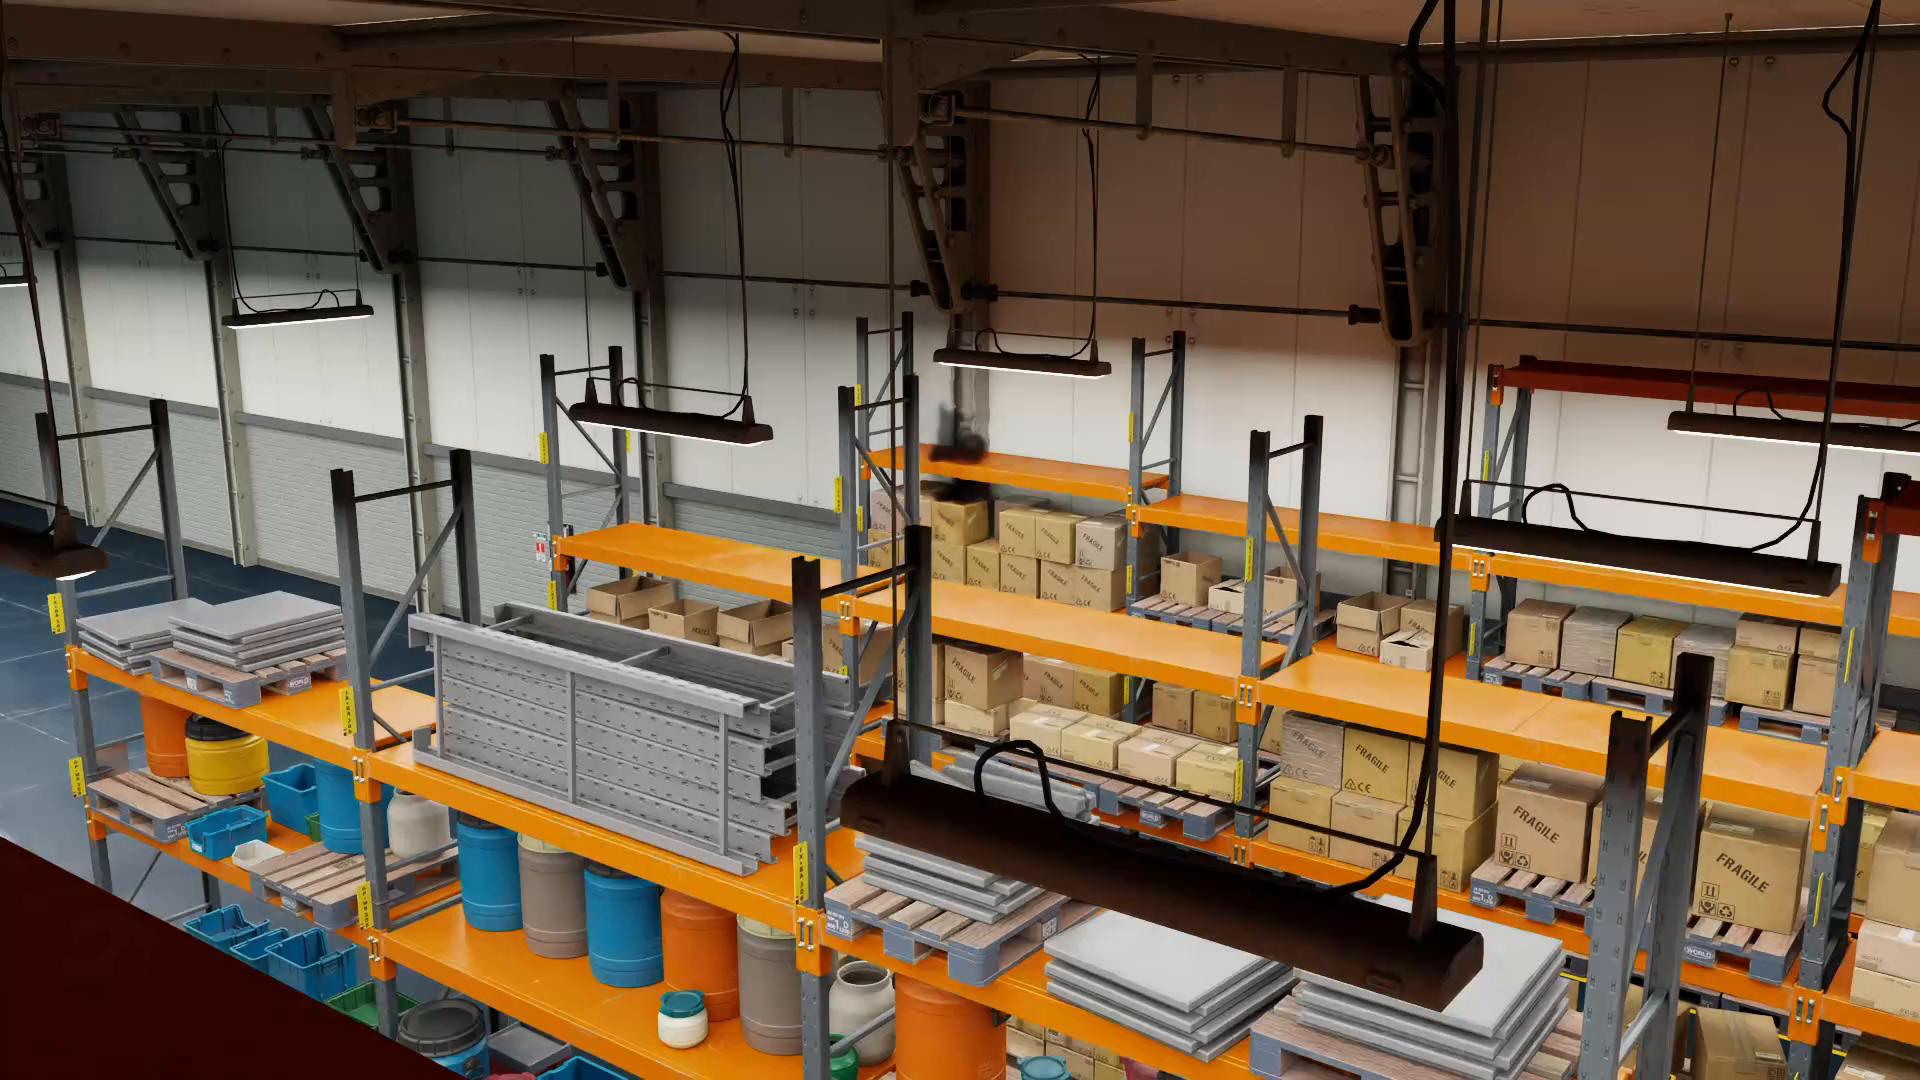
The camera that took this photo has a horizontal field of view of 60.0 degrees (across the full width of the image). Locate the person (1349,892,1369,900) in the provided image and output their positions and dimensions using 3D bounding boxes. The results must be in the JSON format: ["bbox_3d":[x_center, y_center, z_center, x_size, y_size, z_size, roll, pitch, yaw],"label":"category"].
[{"bbox_3d":[3.565,3.921,14.645,0.872,1.675,0.601,7,15,27],"label":"person"}]
